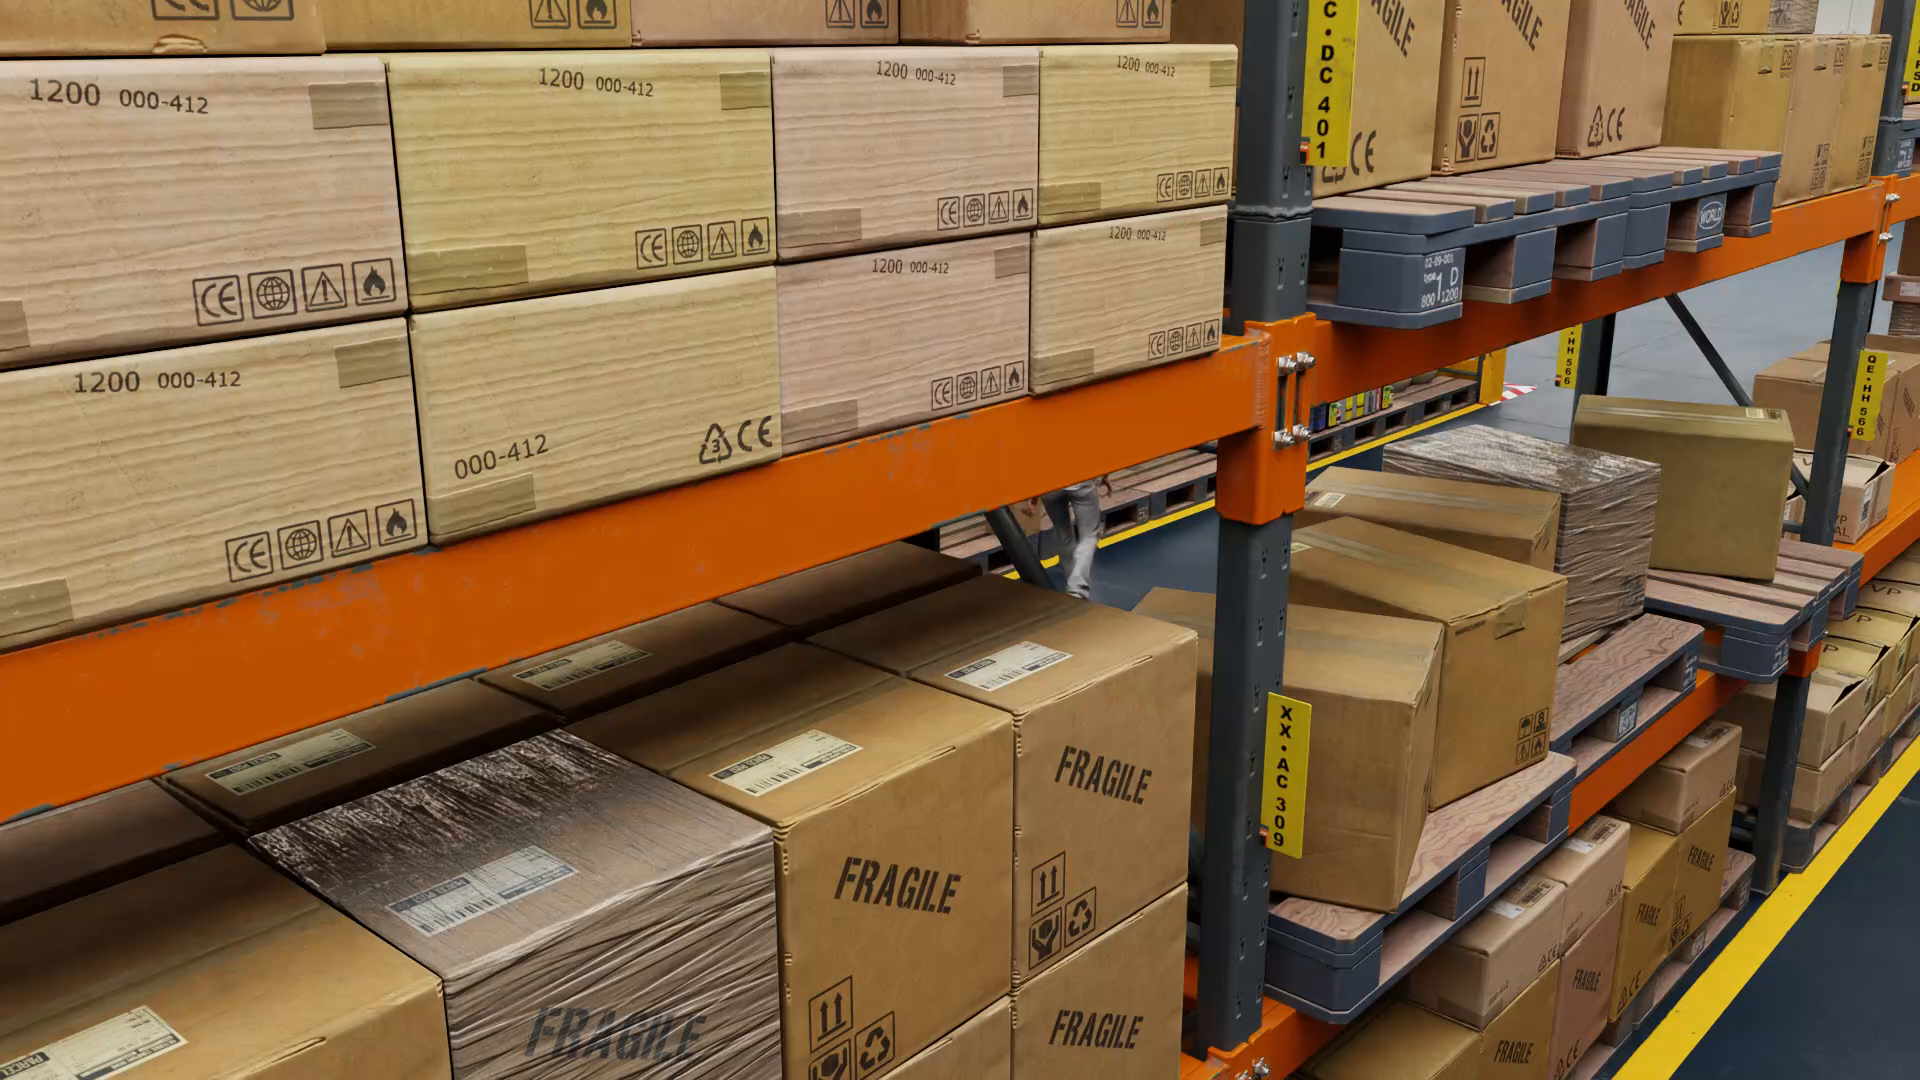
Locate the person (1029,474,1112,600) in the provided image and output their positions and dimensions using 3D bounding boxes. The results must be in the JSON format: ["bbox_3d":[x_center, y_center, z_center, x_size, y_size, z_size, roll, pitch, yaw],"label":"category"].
[{"bbox_3d":[0.630,-0.311,9.566,0.480,1.550,0.824,3,17,9],"label":"person"}]
